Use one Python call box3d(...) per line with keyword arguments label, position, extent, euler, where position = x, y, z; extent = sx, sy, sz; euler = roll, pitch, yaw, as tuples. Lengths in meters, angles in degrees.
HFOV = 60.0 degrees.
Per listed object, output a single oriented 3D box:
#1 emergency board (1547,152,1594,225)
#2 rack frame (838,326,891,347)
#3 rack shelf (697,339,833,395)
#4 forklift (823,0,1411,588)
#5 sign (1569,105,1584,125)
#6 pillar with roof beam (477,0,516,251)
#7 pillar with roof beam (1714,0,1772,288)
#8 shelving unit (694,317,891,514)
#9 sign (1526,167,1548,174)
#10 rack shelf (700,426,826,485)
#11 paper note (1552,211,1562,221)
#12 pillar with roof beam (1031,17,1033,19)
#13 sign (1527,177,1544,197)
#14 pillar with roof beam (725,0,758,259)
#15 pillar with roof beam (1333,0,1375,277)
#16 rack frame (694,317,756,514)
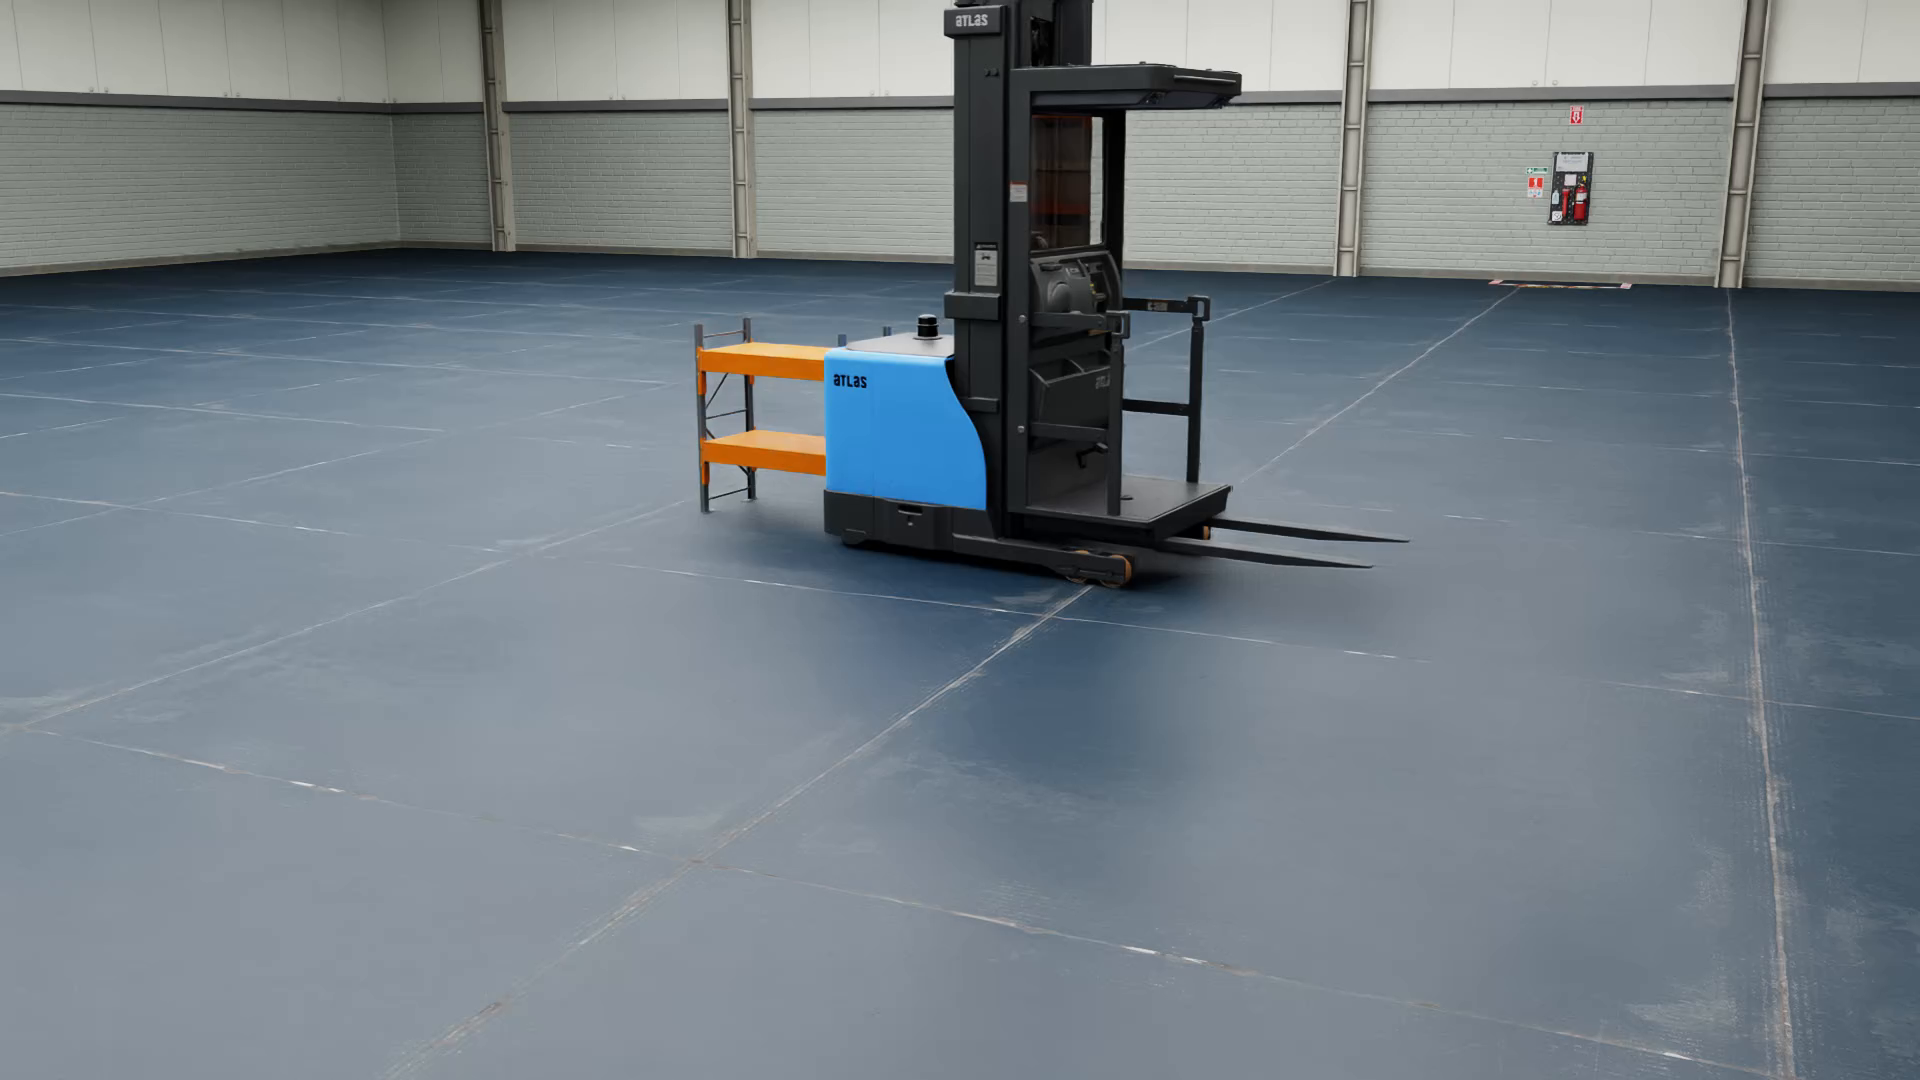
box3d(label="emergency board", position=(9.902, -5.698, 26.971), extent=(0.643, 1.169, 0.194), euler=(6, 14, 23))
box3d(label="rack frame", position=(-0.536, -0.637, 9.508), extent=(0.032, 1.125, 0.500), euler=(8, 15, 30))
box3d(label="rack shelf", position=(-0.973, -0.981, 9.694), extent=(1.000, 0.278, 0.538), euler=(8, 15, 30))
box3d(label="forklift", position=(0.782, -1.326, 8.491), extent=(3.031, 2.935, 1.130), euler=(8, 15, 30))
box3d(label="sign", position=(9.935, -6.848, 26.798), extent=(0.199, 0.298, 0.001), euler=(6, 14, 23))
box3d(label="pillar with roof beam", position=(-11.541, -9.703, 30.909), extent=(0.400, 9.000, 9.100), euler=(6, 14, 23))
box3d(label="pillar with roof beam", position=(10.403, -7.483, 21.445), extent=(0.400, 9.000, 9.100), euler=(6, 14, 23))
box3d(label="shelving unit", position=(-0.973, -0.696, 9.760), extent=(1.048, 1.125, 0.538), euler=(8, 15, 30))
box3d(label="sign", position=(9.439, -6.044, 27.207), extent=(0.331, 0.109, 0.001), euler=(6, 14, 23))
box3d(label="rack shelf", position=(-0.973, -0.458, 9.816), extent=(1.000, 0.278, 0.538), euler=(8, 15, 30))
box3d(label="paper note", position=(9.768, -5.300, 27.203), extent=(0.142, 0.148, 0.016), euler=(6, 14, 23))
box3d(label="pillar with roof beam", position=(-0.569, -8.593, 26.177), extent=(0.400, 9.000, 9.100), euler=(6, 14, 23))
box3d(label="sign", position=(9.439, -5.788, 27.277), extent=(0.234, 0.329, 0.001), euler=(6, 14, 23))
box3d(label="pillar with roof beam", position=(-6.055, -9.148, 28.543), extent=(0.400, 9.000, 9.100), euler=(6, 14, 23))
box3d(label="pillar with roof beam", position=(4.917, -8.038, 23.811), extent=(0.400, 9.000, 9.100), euler=(6, 14, 23))
box3d(label="rack frame", position=(-1.410, -0.756, 10.013), extent=(0.032, 1.125, 0.500), euler=(8, 15, 30))
